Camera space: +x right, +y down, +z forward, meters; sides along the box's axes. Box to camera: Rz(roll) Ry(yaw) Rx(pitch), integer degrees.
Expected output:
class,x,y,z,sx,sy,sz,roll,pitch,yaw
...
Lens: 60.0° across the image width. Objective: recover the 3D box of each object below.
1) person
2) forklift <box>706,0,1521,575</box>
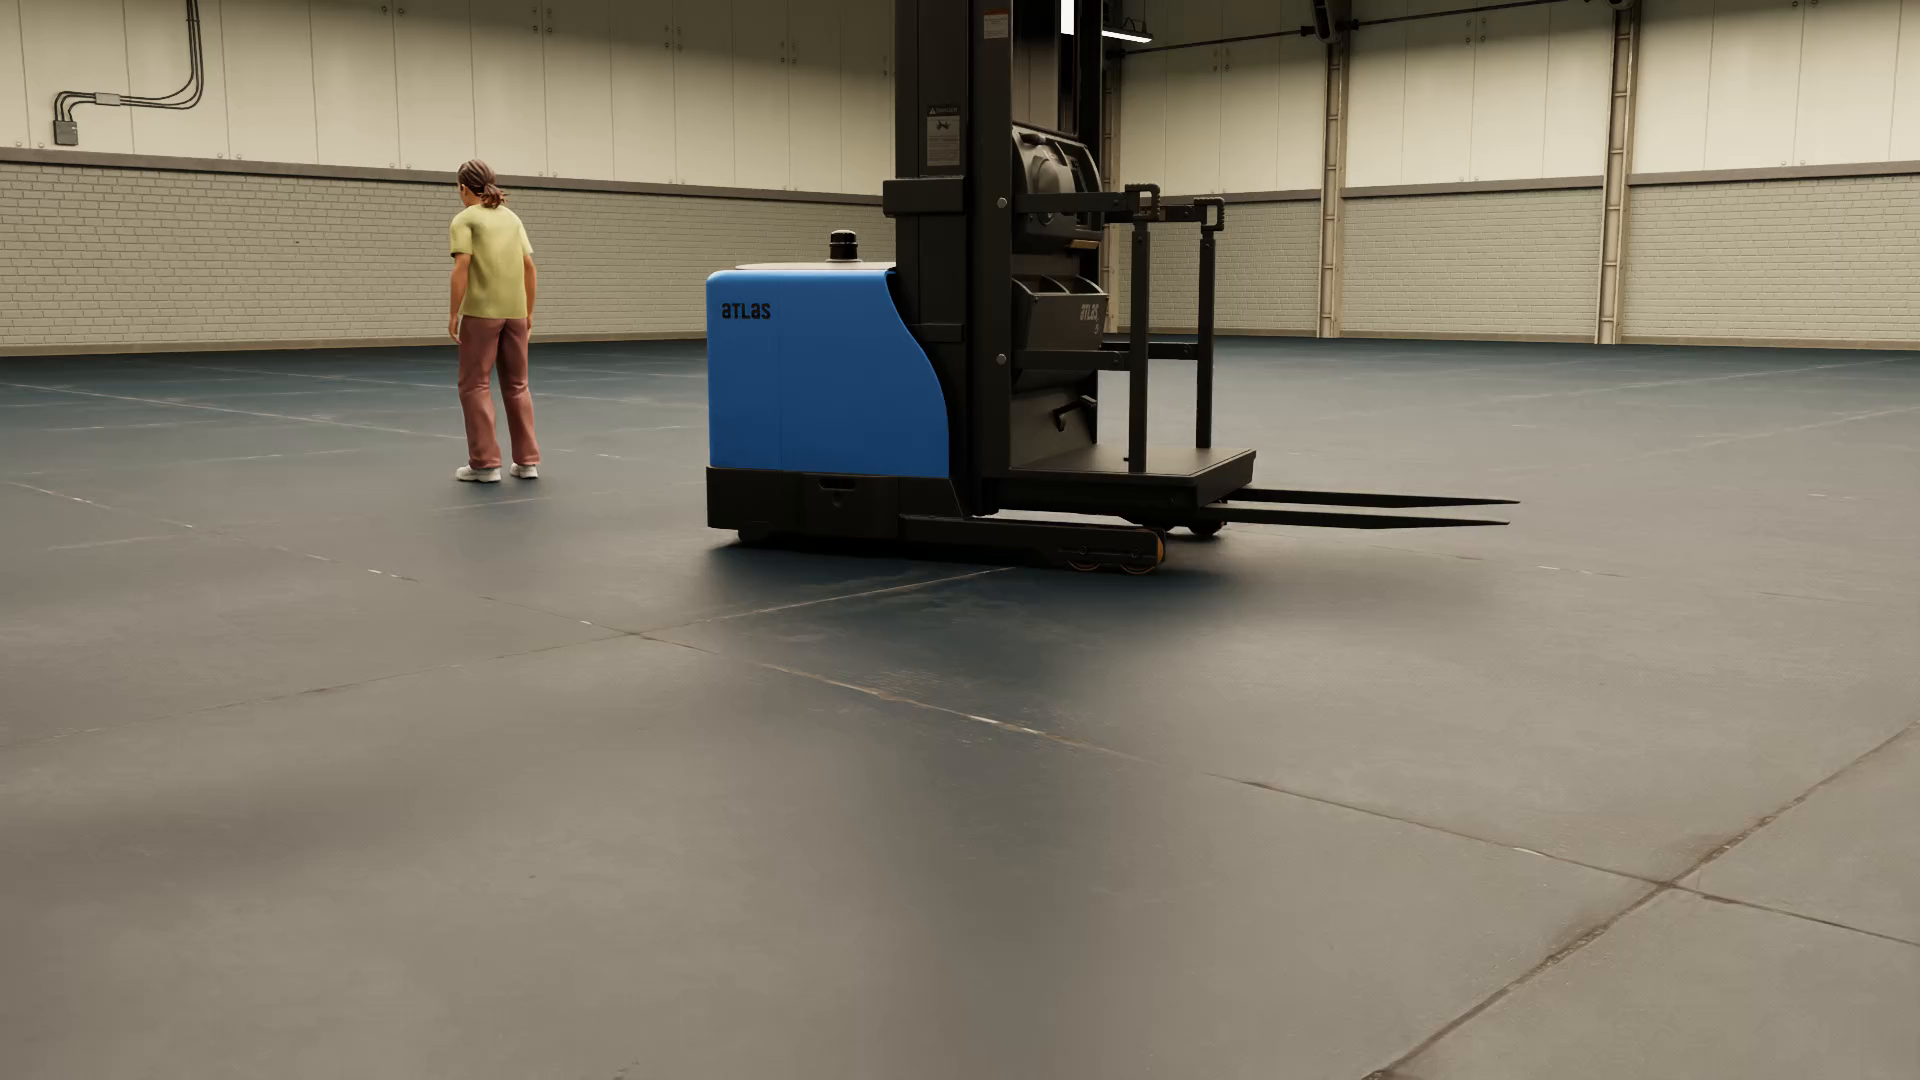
class,x,y,z,sx,sy,sz,roll,pitch,yaw
person,-2.464,-1.150,8.737,0.352,1.673,0.501,8,12,42
forklift,0.565,-1.416,6.275,3.031,2.935,1.130,3,9,22
